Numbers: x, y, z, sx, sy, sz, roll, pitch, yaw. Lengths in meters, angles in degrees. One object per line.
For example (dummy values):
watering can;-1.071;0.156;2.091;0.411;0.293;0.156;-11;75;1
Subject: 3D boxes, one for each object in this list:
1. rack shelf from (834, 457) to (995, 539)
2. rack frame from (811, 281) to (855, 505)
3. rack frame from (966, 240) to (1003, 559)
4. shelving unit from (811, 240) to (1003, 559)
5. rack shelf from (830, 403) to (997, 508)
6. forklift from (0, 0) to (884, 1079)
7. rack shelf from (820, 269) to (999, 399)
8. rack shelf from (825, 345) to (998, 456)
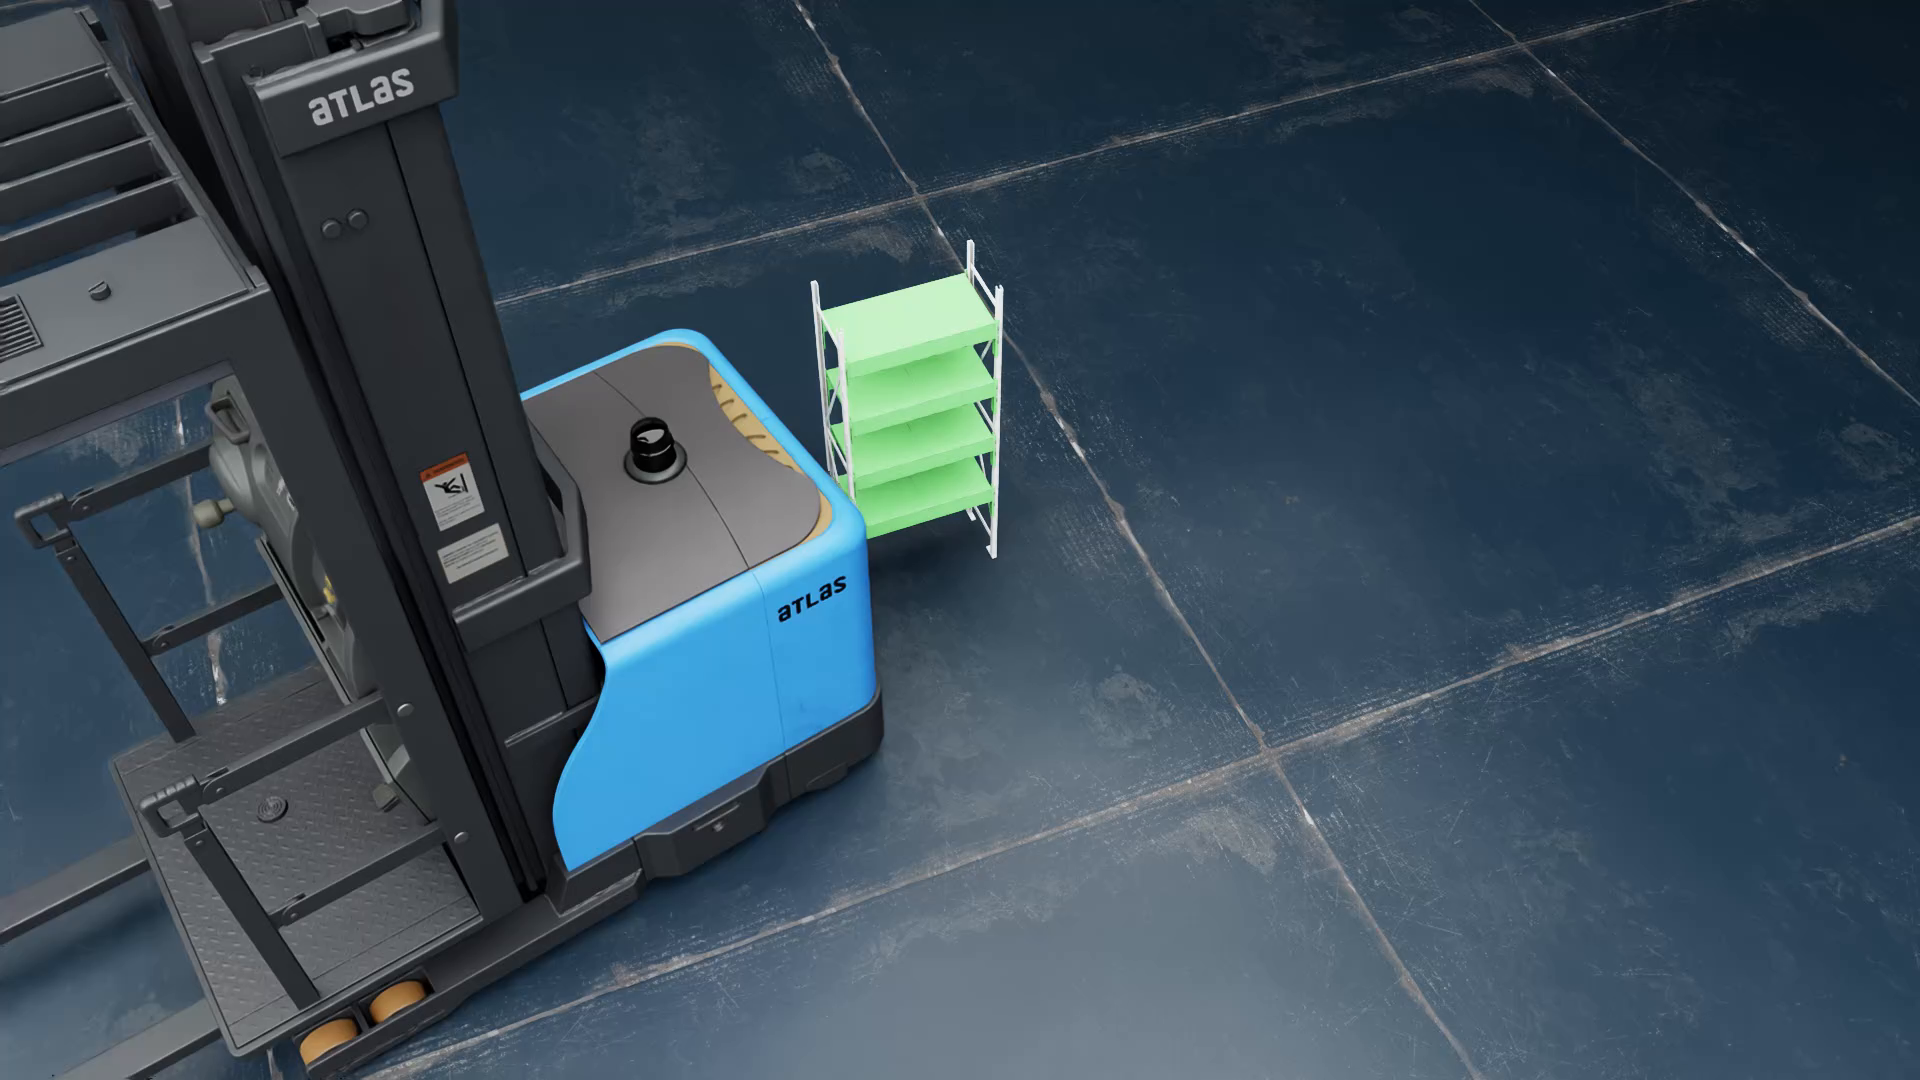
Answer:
rack shelf;-0.153;-0.145;5.485;0.480;0.148;0.258;-17;52;-14
rack frame;-0.379;-0.273;5.194;0.015;1.200;0.240;-17;52;-14
rack frame;0.073;-0.413;5.314;0.015;1.200;0.240;-17;52;-14
shelving unit;-0.153;-0.343;5.254;0.503;1.200;0.258;-17;52;-14
rack shelf;-0.153;-0.302;5.302;0.480;0.148;0.258;-17;52;-14
forklift;-1.737;0.035;3.788;3.031;2.935;1.130;-28;55;-22
rack shelf;-0.153;-0.614;4.938;0.480;0.148;0.258;-17;52;-14
rack shelf;-0.153;-0.458;5.120;0.480;0.148;0.258;-17;52;-14
